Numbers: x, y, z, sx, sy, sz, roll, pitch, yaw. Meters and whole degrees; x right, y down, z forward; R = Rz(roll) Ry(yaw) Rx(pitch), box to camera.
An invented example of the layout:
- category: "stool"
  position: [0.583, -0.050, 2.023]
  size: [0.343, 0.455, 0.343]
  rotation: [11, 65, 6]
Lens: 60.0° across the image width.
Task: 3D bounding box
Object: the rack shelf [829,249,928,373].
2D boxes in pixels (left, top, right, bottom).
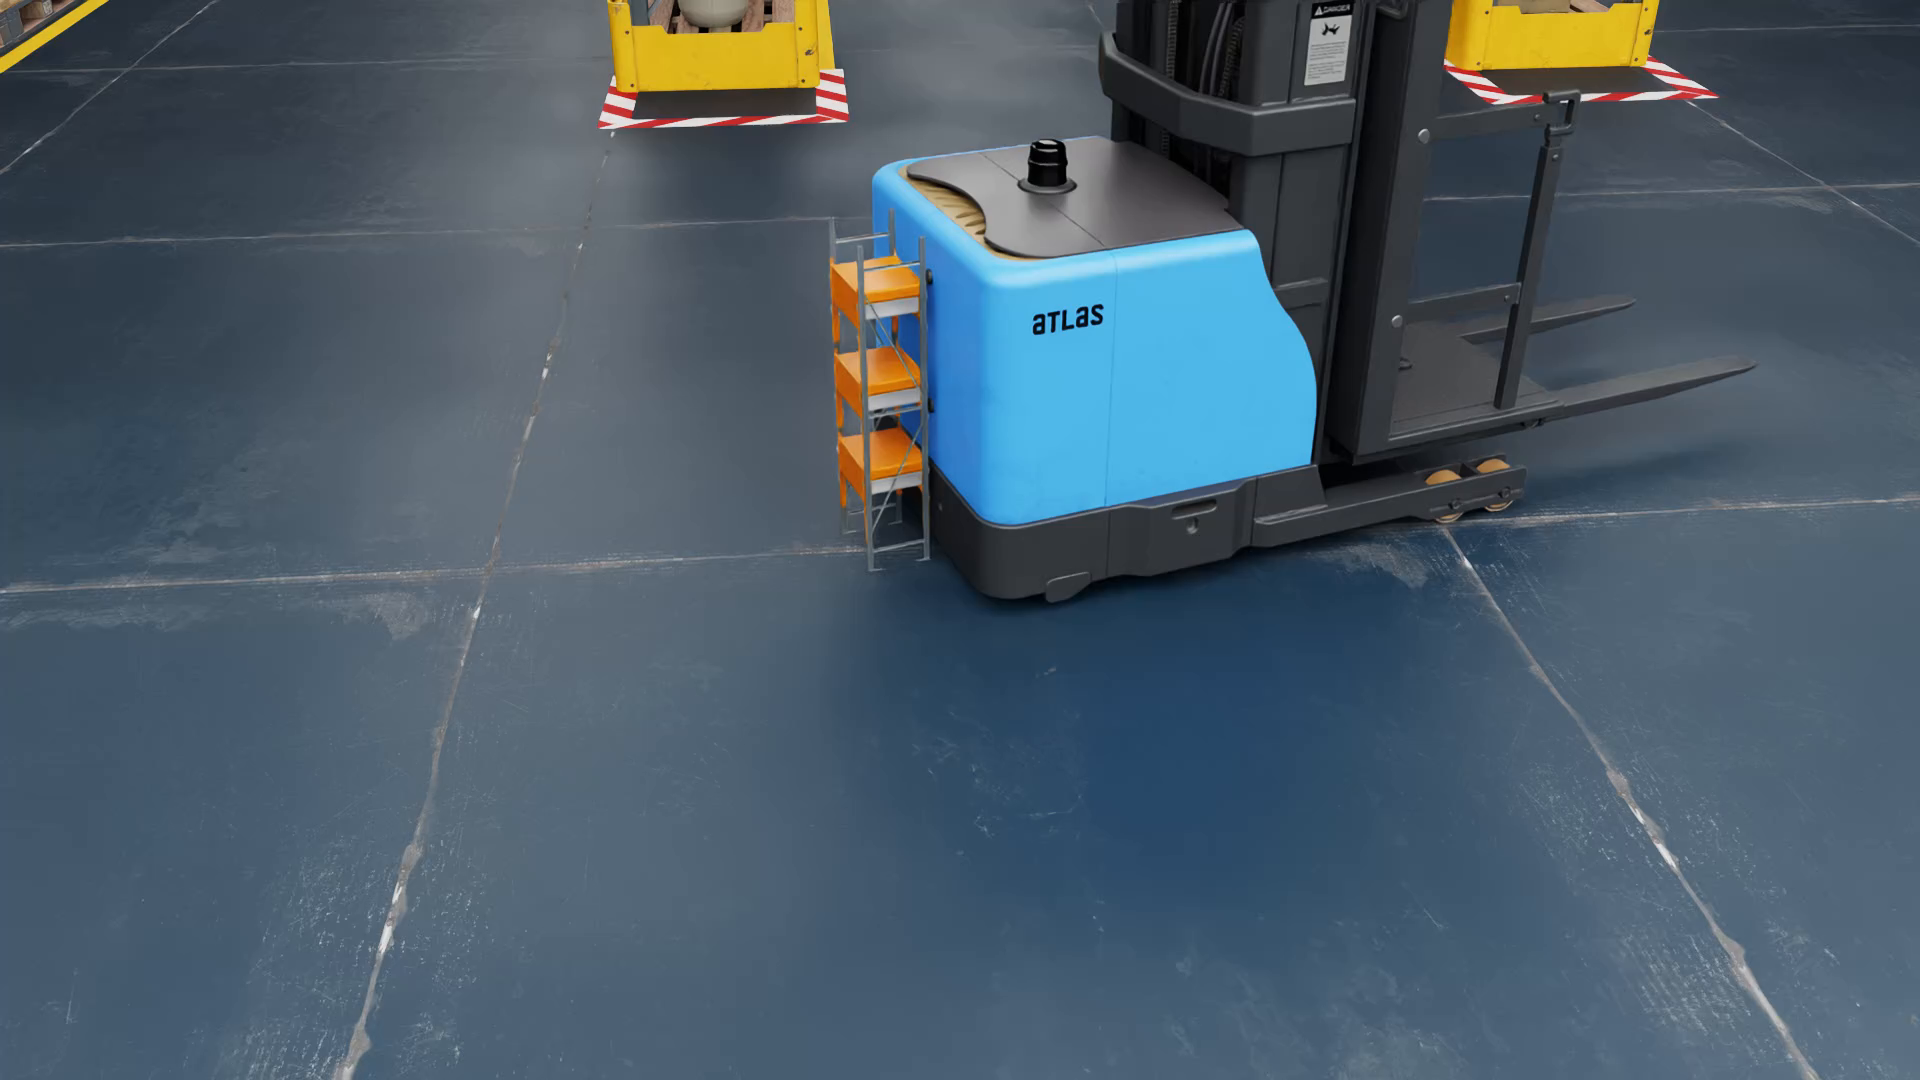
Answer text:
- category: "rack shelf"
  position: [-0.235, -0.663, 4.803]
  size: [0.215, 0.259, 0.240]
  rotation: [-12, 33, -19]

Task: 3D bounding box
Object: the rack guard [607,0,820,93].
- category: "rack guard"
  position: [-1.410, -2.898, 9.614]
  size: [1.175, 0.500, 0.348]
  rotation: [-3, 31, -5]

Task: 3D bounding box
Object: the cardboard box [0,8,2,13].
- category: "cardboard box"
  position: [-6.167, -3.239, 10.019]
  size: [0.500, 0.250, 0.500]
  rotation: [-3, 31, -5]

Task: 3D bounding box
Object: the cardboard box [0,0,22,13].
- category: "cardboard box"
  position: [-6.213, -3.494, 10.446]
  size: [0.500, 0.250, 0.500]
  rotation: [-3, 31, -5]

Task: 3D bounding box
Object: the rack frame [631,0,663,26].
- category: "rack frame"
  position: [-1.356, -3.935, 8.912]
  size: [1.000, 3.000, 0.127]
  rotation: [-3, 31, -5]

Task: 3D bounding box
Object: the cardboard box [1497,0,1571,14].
- category: "cardboard box"
  position: [3.534, -3.599, 10.378]
  size: [0.500, 0.500, 0.500]
  rotation: [3, 31, 5]

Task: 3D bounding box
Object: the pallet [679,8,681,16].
- category: "pallet"
  position: [-1.591, -3.811, 11.424]
  size: [1.003, 0.211, 1.213]
  rotation: [-3, 31, -5]

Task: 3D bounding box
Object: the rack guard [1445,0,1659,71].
- category: "rack guard"
  position: [3.569, -3.138, 10.016]
  size: [1.175, 0.500, 0.348]
  rotation: [-3, 31, -5]

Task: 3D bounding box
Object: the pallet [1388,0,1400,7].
- category: "pallet"
  position: [3.417, -4.052, 11.827]
  size: [1.003, 0.211, 1.213]
  rotation: [-3, 31, -5]

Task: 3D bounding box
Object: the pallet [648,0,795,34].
- category: "pallet"
  position: [-1.480, -3.189, 10.383]
  size: [1.003, 0.211, 1.213]
  rotation: [-3, 31, -5]

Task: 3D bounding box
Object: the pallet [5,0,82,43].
- category: "pallet"
  position: [-6.512, -3.512, 10.924]
  size: [1.003, 0.211, 1.213]
  rotation: [-3, 31, -5]

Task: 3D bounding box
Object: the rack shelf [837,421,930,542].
- category: "rack shelf"
  position: [-0.234, -0.181, 5.092]
  size: [0.215, 0.259, 0.240]
  rotation: [-12, 33, -19]

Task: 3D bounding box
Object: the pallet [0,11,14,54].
- category: "pallet"
  position: [-6.401, -2.891, 9.884]
  size: [1.003, 0.211, 1.213]
  rotation: [-3, 31, -5]

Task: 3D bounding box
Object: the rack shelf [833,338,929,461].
- category: "rack shelf"
  position: [-0.235, -0.420, 4.949]
  size: [0.215, 0.259, 0.240]
  rotation: [-12, 33, -19]

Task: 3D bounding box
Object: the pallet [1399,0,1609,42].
- category: "pallet"
  position: [3.528, -3.430, 10.787]
  size: [1.003, 0.211, 1.213]
  rotation: [-3, 31, -5]

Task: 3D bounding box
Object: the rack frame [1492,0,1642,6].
- category: "rack frame"
  position: [3.576, -4.172, 9.310]
  size: [1.000, 3.000, 0.127]
  rotation: [-3, 31, -5]

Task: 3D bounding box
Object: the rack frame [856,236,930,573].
- category: "rack frame"
  position: [-0.189, -0.371, 4.847]
  size: [0.200, 1.050, 0.008]
  rotation: [-12, 33, -19]

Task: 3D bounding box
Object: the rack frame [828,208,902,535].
- category: "rack frame"
  position: [-0.281, -0.487, 5.040]
  size: [0.200, 1.050, 0.008]
  rotation: [-12, 33, -19]

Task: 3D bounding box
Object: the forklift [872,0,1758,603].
- category: "forklift"
  position: [1.284, -1.551, 4.989]
  size: [3.031, 2.935, 1.130]
  rotation: [-12, 33, -19]

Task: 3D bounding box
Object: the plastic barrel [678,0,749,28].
- category: "plastic barrel"
  position: [-1.493, -3.379, 9.999]
  size: [0.421, 0.512, 0.421]
  rotation: [0, 31, 0]

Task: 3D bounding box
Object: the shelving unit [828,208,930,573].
- category: "shelving unit"
  position: [-0.235, -0.429, 4.943]
  size: [0.215, 1.050, 0.252]
  rotation: [-12, 33, -19]
